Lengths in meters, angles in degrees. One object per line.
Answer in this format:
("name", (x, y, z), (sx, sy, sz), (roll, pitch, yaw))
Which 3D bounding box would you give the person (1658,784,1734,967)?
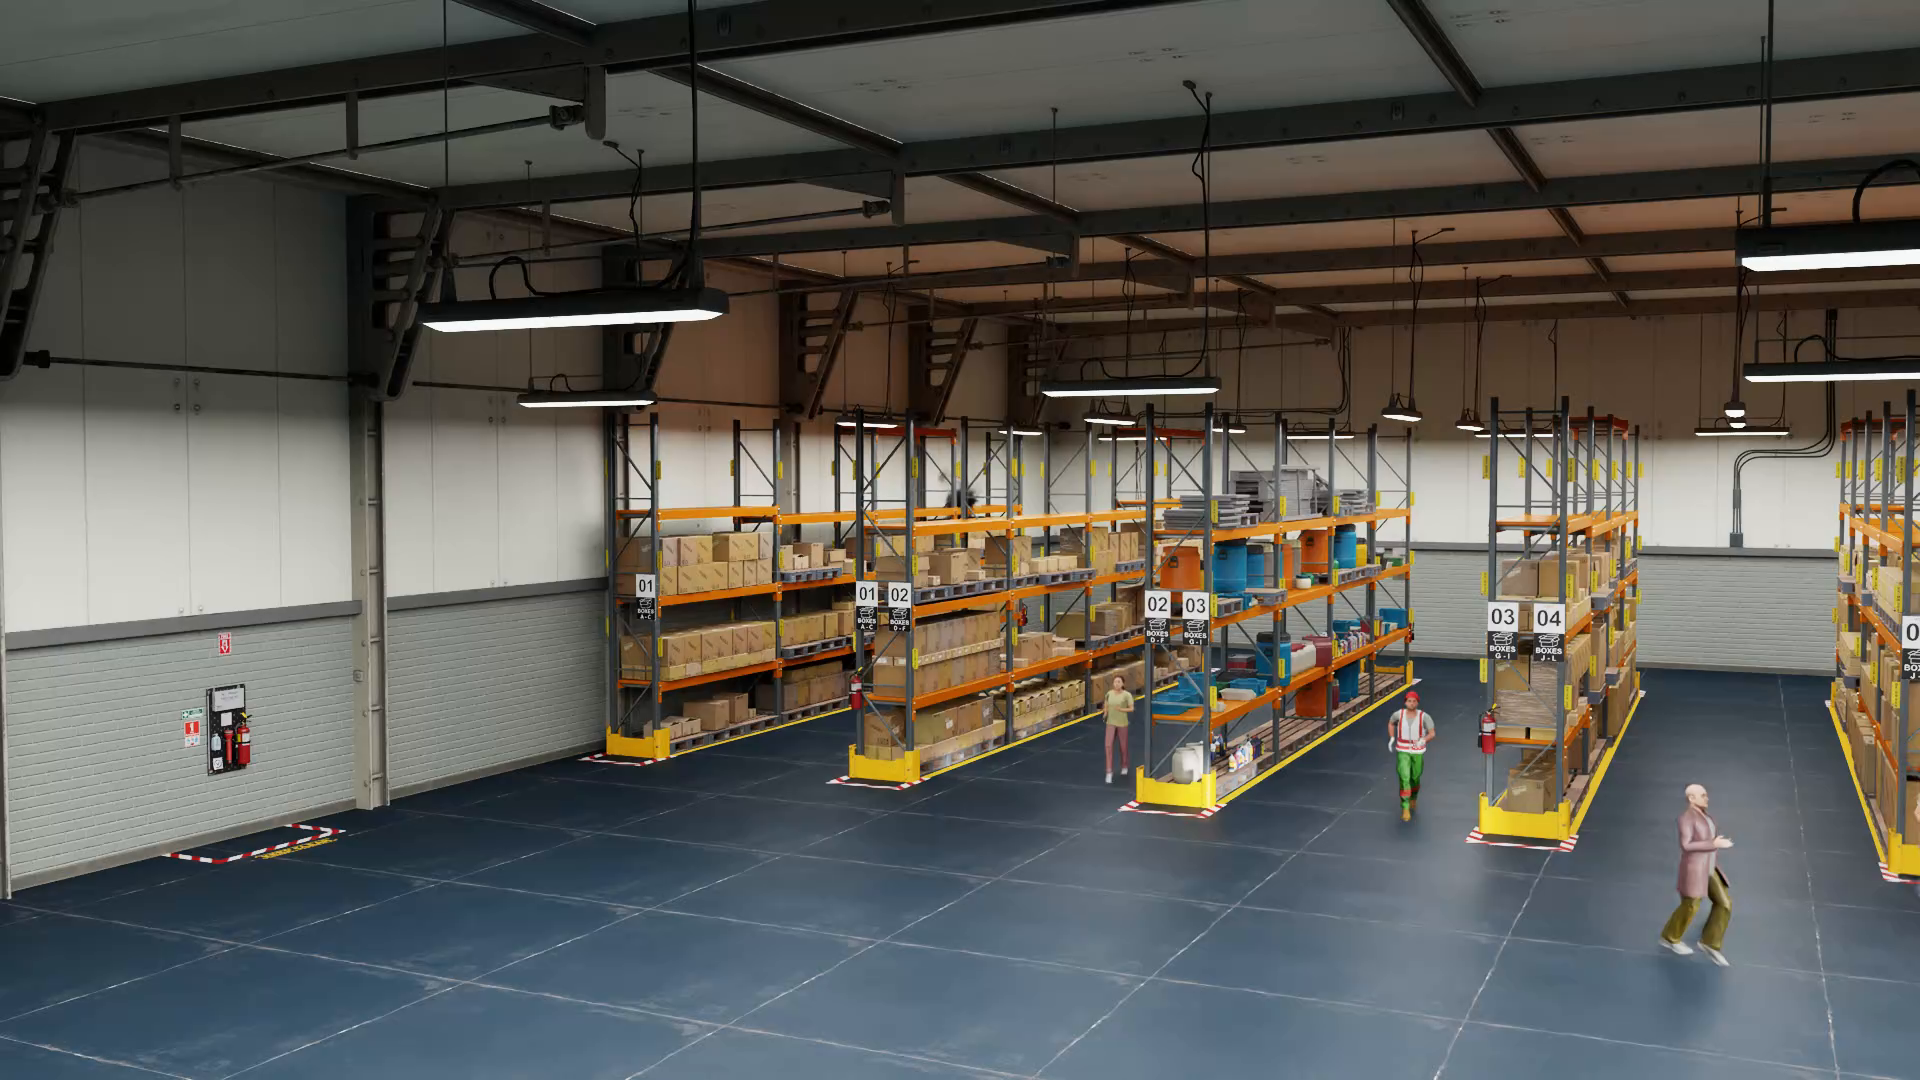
("person", (7.510, 3.405, 16.906), (0.685, 1.844, 0.793), (-2, 3, -37))

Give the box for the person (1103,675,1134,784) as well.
("person", (2.558, 3.026, 26.851), (0.554, 1.721, 0.806), (1, 3, 18))

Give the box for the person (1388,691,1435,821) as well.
("person", (6.530, 3.085, 24.056), (0.662, 1.811, 0.921), (1, 2, 16))

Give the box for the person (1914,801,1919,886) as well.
("person", (11.163, 3.403, 18.778), (0.583, 1.614, 0.511), (-1, 2, -15))
